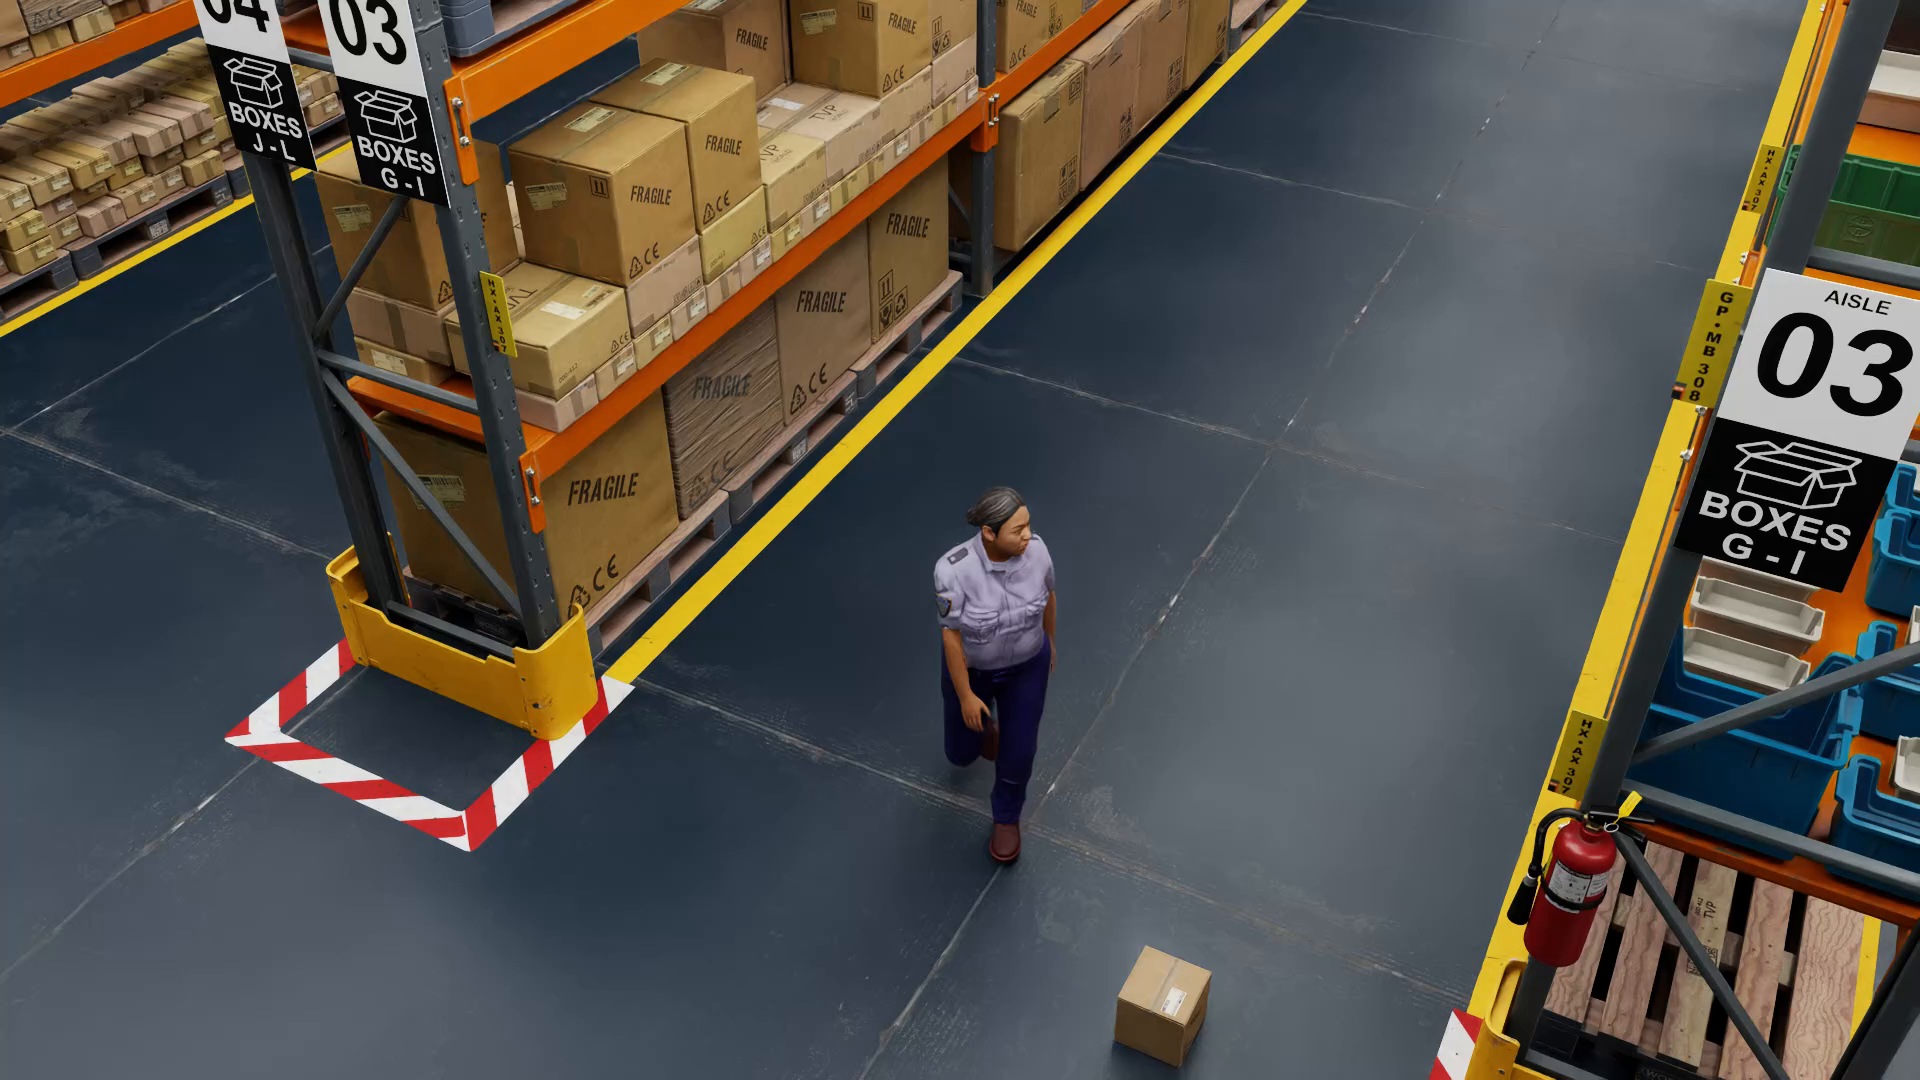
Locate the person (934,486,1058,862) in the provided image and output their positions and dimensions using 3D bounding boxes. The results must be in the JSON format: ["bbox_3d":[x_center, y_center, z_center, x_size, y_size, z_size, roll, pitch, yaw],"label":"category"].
[{"bbox_3d":[0.134,0.420,6.219,0.487,1.615,0.677,-6,39,-7],"label":"person"}]
